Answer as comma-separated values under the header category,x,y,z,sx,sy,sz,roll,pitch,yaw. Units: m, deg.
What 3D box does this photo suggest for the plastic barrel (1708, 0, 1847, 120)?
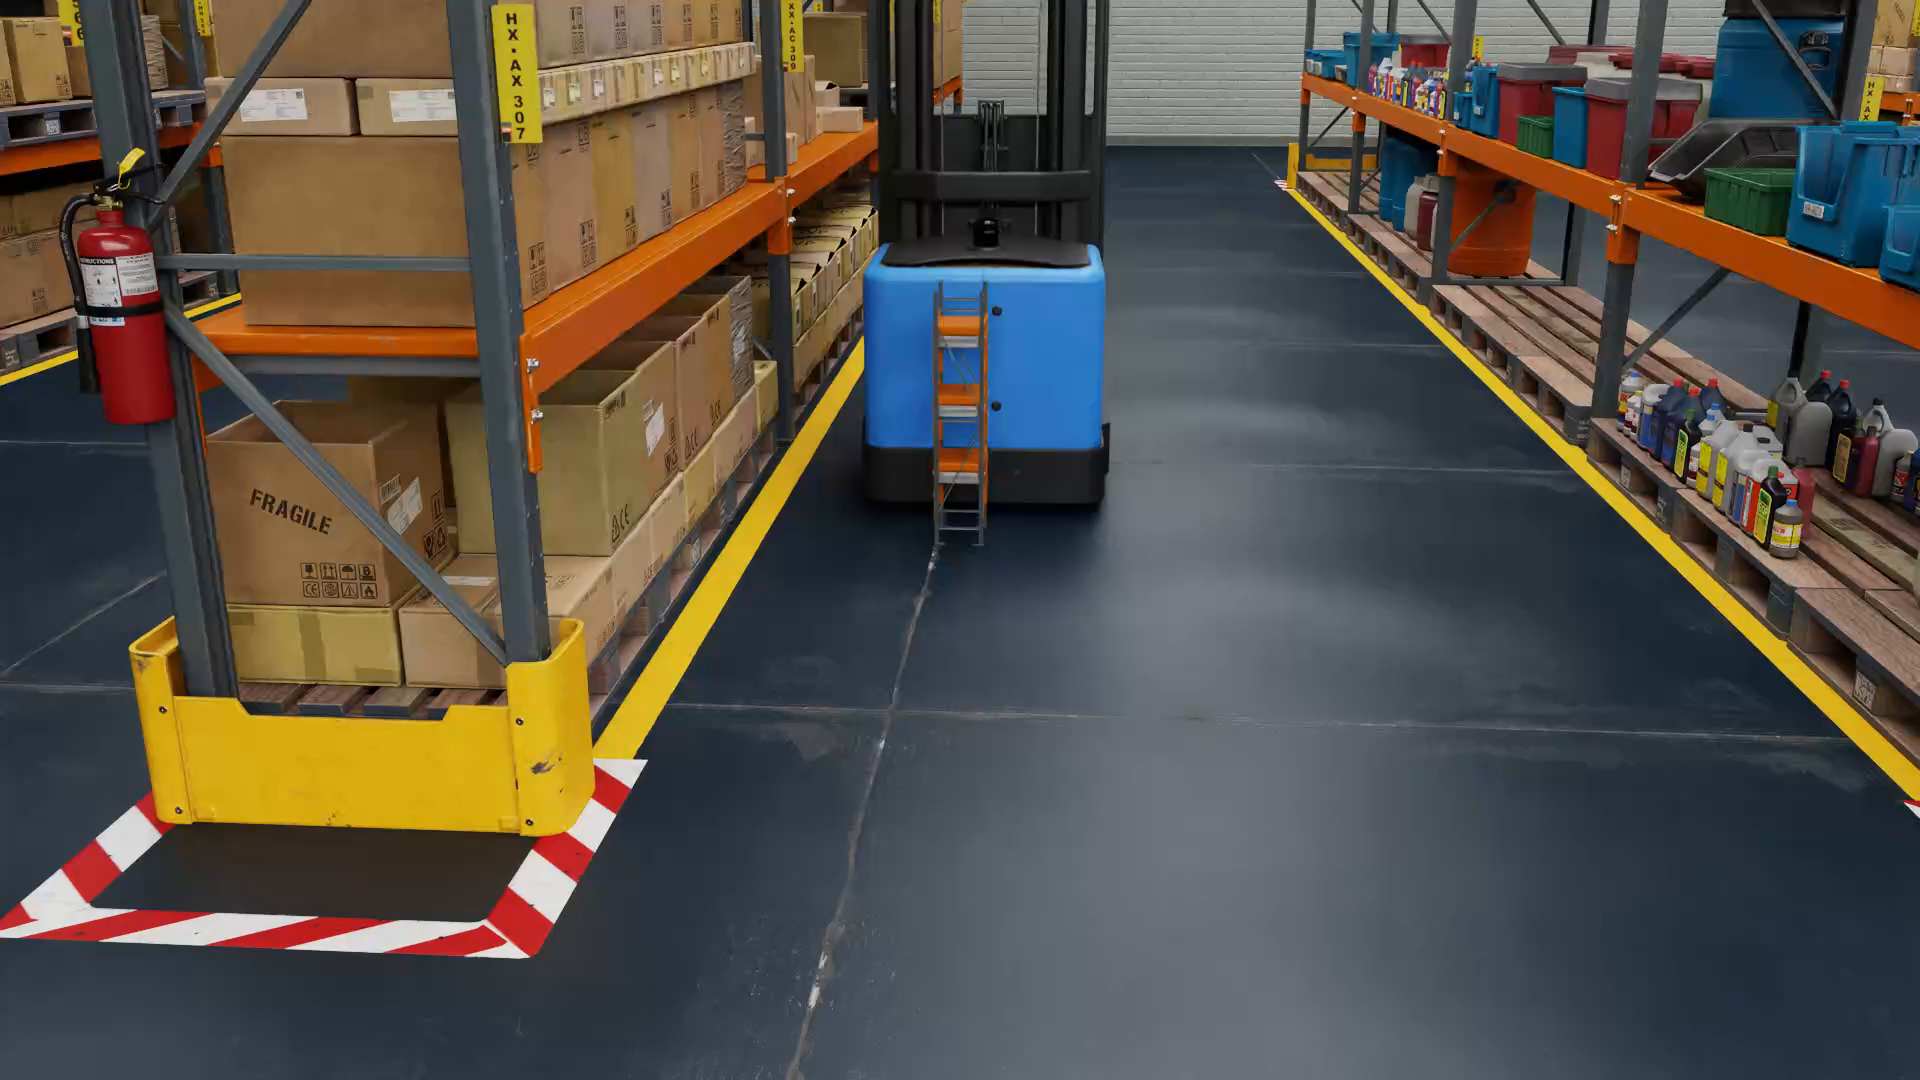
category,x,y,z,sx,sy,sz,roll,pitch,yaw
plastic barrel,3.926,-2.181,7.957,0.600,0.901,0.708,1,18,4

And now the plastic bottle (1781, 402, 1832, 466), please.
category,x,y,z,sx,sy,sz,roll,pitch,yaw
plastic bottle,3.674,-0.474,7.219,0.152,0.276,0.135,1,18,4

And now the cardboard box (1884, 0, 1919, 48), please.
category,x,y,z,sx,sy,sz,roll,pitch,yaw
cardboard box,8.876,-4.779,15.249,0.500,0.500,0.500,2,18,5

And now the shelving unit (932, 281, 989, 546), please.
category,x,y,z,sx,sy,sz,roll,pitch,yaw
shelving unit,0.004,-0.516,6.810,0.215,1.050,0.252,1,18,4

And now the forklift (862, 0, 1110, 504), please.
category,x,y,z,sx,sy,sz,roll,pitch,yaw
forklift,0.163,-1.956,8.186,1.130,2.935,3.031,1,18,2

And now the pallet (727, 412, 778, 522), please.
category,x,y,z,sx,sy,sz,roll,pitch,yaw
pallet,-1.443,-0.370,7.713,1.003,0.211,1.213,1,18,4

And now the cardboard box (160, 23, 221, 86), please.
category,x,y,z,sx,sy,sz,roll,pitch,yaw
cardboard box,-5.709,-3.636,12.533,0.500,0.500,0.500,2,18,6

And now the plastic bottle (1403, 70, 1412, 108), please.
category,x,y,z,sx,sy,sz,roll,pitch,yaw
plastic bottle,3.591,-3.605,13.296,0.061,0.283,0.133,1,18,4

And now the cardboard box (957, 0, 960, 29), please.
category,x,y,z,sx,sy,sz,roll,pitch,yaw
cardboard box,-0.277,-5.890,18.313,0.500,0.500,0.500,2,18,5

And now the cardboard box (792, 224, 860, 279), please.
category,x,y,z,sx,sy,sz,roll,pitch,yaw
cardboard box,-0.919,-1.857,10.612,0.500,0.311,0.500,1,18,4

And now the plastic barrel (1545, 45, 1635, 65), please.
category,x,y,z,sx,sy,sz,roll,pitch,yaw
plastic barrel,4.152,-2.986,10.999,0.600,0.536,0.708,1,18,4

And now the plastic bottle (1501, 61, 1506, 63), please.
category,x,y,z,sx,sy,sz,roll,pitch,yaw
plastic bottle,4.351,-3.656,13.342,0.144,0.351,0.185,1,18,4

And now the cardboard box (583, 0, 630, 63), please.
category,x,y,z,sx,sy,sz,roll,pitch,yaw
cardboard box,-1.513,-1.844,5.490,0.700,0.500,0.500,1,18,4

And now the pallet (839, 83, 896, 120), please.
category,x,y,z,sx,sy,sz,roll,pitch,yaw
pallet,-1.079,-3.304,12.499,1.213,0.211,1.003,1,18,4

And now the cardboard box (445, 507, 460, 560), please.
category,x,y,z,sx,sy,sz,roll,pitch,yaw
cardboard box,-1.863,0.079,5.605,0.500,0.250,0.500,1,18,4

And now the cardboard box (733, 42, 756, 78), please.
category,x,y,z,sx,sy,sz,roll,pitch,yaw
cardboard box,-1.150,-2.208,7.641,0.380,0.149,0.250,1,18,4

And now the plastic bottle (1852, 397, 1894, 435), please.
category,x,y,z,sx,sy,sz,roll,pitch,yaw
plastic bottle,3.800,-0.413,6.915,0.144,0.351,0.185,1,18,4

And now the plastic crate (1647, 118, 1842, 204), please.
category,x,y,z,sx,sy,sz,roll,pitch,yaw
plastic crate,3.432,-1.640,7.211,0.767,0.338,0.504,1,18,4

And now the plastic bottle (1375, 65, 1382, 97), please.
category,x,y,z,sx,sy,sz,roll,pitch,yaw
plastic bottle,3.711,-4.041,14.644,0.097,0.271,0.097,0,18,0

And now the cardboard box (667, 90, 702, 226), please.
category,x,y,z,sx,sy,sz,roll,pitch,yaw
cardboard box,-1.441,-1.531,6.618,0.700,0.500,0.500,2,18,5

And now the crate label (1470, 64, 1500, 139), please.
category,x,y,z,sx,sy,sz,roll,pitch,yaw
crate label,3.542,-2.786,10.552,0.502,0.435,0.616,1,18,4

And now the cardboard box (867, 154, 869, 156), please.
category,x,y,z,sx,sy,sz,roll,pitch,yaw
cardboard box,-1.013,-3.630,16.493,0.500,0.500,0.500,1,18,4

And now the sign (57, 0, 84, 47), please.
category,x,y,z,sx,sy,sz,roll,pitch,yaw
sign,-2.171,-1.378,4.072,0.100,0.325,0.005,1,18,4

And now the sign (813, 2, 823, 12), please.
category,x,y,z,sx,sy,sz,roll,pitch,yaw
sign,-1.313,-4.847,15.508,0.100,0.325,0.005,1,18,4

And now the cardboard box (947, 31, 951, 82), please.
category,x,y,z,sx,sy,sz,roll,pitch,yaw
cardboard box,-0.356,-5.098,17.503,0.500,0.500,0.500,1,18,3

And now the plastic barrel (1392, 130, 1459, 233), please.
category,x,y,z,sx,sy,sz,roll,pitch,yaw
plastic barrel,4.063,-3.128,14.348,0.600,0.901,0.708,1,18,4

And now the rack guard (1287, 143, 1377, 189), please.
category,x,y,z,sx,sy,sz,roll,pitch,yaw
rack guard,4.445,-4.376,19.476,1.175,0.500,0.348,1,18,4

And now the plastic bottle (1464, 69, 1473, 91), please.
category,x,y,z,sx,sy,sz,roll,pitch,yaw
plastic bottle,4.266,-3.808,13.935,0.097,0.271,0.097,0,18,0

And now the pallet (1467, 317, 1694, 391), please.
category,x,y,z,sx,sy,sz,roll,pitch,yaw
pallet,3.698,-1.129,10.030,1.003,0.211,1.213,1,18,4

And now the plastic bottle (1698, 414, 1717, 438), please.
category,x,y,z,sx,sy,sz,roll,pitch,yaw
plastic bottle,3.138,-0.395,6.988,0.097,0.271,0.097,0,18,0

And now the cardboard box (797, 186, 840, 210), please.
category,x,y,z,sx,sy,sz,roll,pitch,yaw
cardboard box,-1.225,-2.500,13.045,0.500,0.500,0.500,2,18,6

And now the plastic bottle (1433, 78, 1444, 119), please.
category,x,y,z,sx,sy,sz,roll,pitch,yaw
plastic bottle,3.503,-3.223,12.130,0.061,0.283,0.133,1,18,4

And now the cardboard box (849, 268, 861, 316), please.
category,x,y,z,sx,sy,sz,roll,pitch,yaw
cardboard box,-0.924,-1.591,10.704,0.500,0.250,0.500,2,18,5

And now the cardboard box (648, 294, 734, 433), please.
category,x,y,z,sx,sy,sz,roll,pitch,yaw
cardboard box,-1.239,-0.731,6.874,0.500,0.500,0.500,1,18,4

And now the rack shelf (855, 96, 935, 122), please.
category,x,y,z,sx,sy,sz,roll,pitch,yaw
rack shelf,-0.914,-3.463,13.829,1.077,0.370,4.000,1,18,4

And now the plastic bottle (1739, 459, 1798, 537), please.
category,x,y,z,sx,sy,sz,roll,pitch,yaw
plastic bottle,3.049,-0.160,6.261,0.152,0.276,0.135,1,18,4

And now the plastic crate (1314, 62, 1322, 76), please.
category,x,y,z,sx,sy,sz,roll,pitch,yaw
plastic crate,3.956,-5.082,17.942,0.250,0.136,0.298,1,18,4

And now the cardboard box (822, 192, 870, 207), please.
category,x,y,z,sx,sy,sz,roll,pitch,yaw
cardboard box,-0.740,-2.340,12.554,0.500,0.500,0.500,2,18,6

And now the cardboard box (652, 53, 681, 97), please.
category,x,y,z,sx,sy,sz,roll,pitch,yaw
cardboard box,-1.259,-1.731,6.186,0.380,0.149,0.250,2,18,6

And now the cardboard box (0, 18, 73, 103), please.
category,x,y,z,sx,sy,sz,roll,pitch,yaw
cardboard box,-6.090,-3.016,10.443,0.700,0.500,0.500,1,18,4

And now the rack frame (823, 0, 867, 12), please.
category,x,y,z,sx,sy,sz,roll,pitch,yaw
rack frame,-0.771,-4.426,15.613,1.000,3.000,0.127,1,18,4

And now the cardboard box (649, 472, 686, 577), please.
category,x,y,z,sx,sy,sz,roll,pitch,yaw
cardboard box,-1.302,-0.064,6.043,0.500,0.250,0.500,1,18,4

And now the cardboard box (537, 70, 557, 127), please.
category,x,y,z,sx,sy,sz,roll,pitch,yaw
cardboard box,-1.372,-1.254,4.730,0.380,0.149,0.250,1,18,2

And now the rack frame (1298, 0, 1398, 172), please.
category,x,y,z,sx,sy,sz,roll,pitch,yaw
rack frame,4.456,-5.556,19.063,1.000,3.000,0.127,1,18,4

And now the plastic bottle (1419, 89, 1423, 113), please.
category,x,y,z,sx,sy,sz,roll,pitch,yaw
plastic bottle,3.564,-3.371,12.712,0.097,0.201,0.097,0,18,0

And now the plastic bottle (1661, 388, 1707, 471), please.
category,x,y,z,sx,sy,sz,roll,pitch,yaw
plastic bottle,3.111,-0.480,7.117,0.144,0.351,0.185,1,18,2

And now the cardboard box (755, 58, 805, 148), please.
category,x,y,z,sx,sy,sz,roll,pitch,yaw
cardboard box,-1.199,-2.546,9.715,0.500,0.500,0.500,1,18,4

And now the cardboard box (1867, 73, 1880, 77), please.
category,x,y,z,sx,sy,sz,roll,pitch,yaw
cardboard box,8.842,-4.346,15.772,0.380,0.149,0.250,1,18,3

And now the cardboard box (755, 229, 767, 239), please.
category,x,y,z,sx,sy,sz,roll,pitch,yaw
cardboard box,-1.456,-1.865,10.639,0.500,0.311,0.500,1,18,2

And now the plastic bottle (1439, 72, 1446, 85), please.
category,x,y,z,sx,sy,sz,roll,pitch,yaw
plastic bottle,4.338,-4.087,14.898,0.097,0.201,0.097,0,18,0

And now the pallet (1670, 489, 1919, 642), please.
category,x,y,z,sx,sy,sz,roll,pitch,yaw
pallet,3.422,0.083,6.330,1.003,0.211,1.213,1,18,4

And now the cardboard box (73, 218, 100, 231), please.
category,x,y,z,sx,sy,sz,roll,pitch,yaw
cardboard box,-6.151,-1.932,11.310,0.700,0.500,0.500,1,18,4

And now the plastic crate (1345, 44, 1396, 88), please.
category,x,y,z,sx,sy,sz,roll,pitch,yaw
plastic crate,3.863,-4.488,15.731,0.392,0.384,0.575,1,18,4

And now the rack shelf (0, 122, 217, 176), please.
category,x,y,z,sx,sy,sz,roll,pitch,yaw
rack shelf,-6.142,-2.330,10.372,1.077,0.370,4.000,1,18,4
